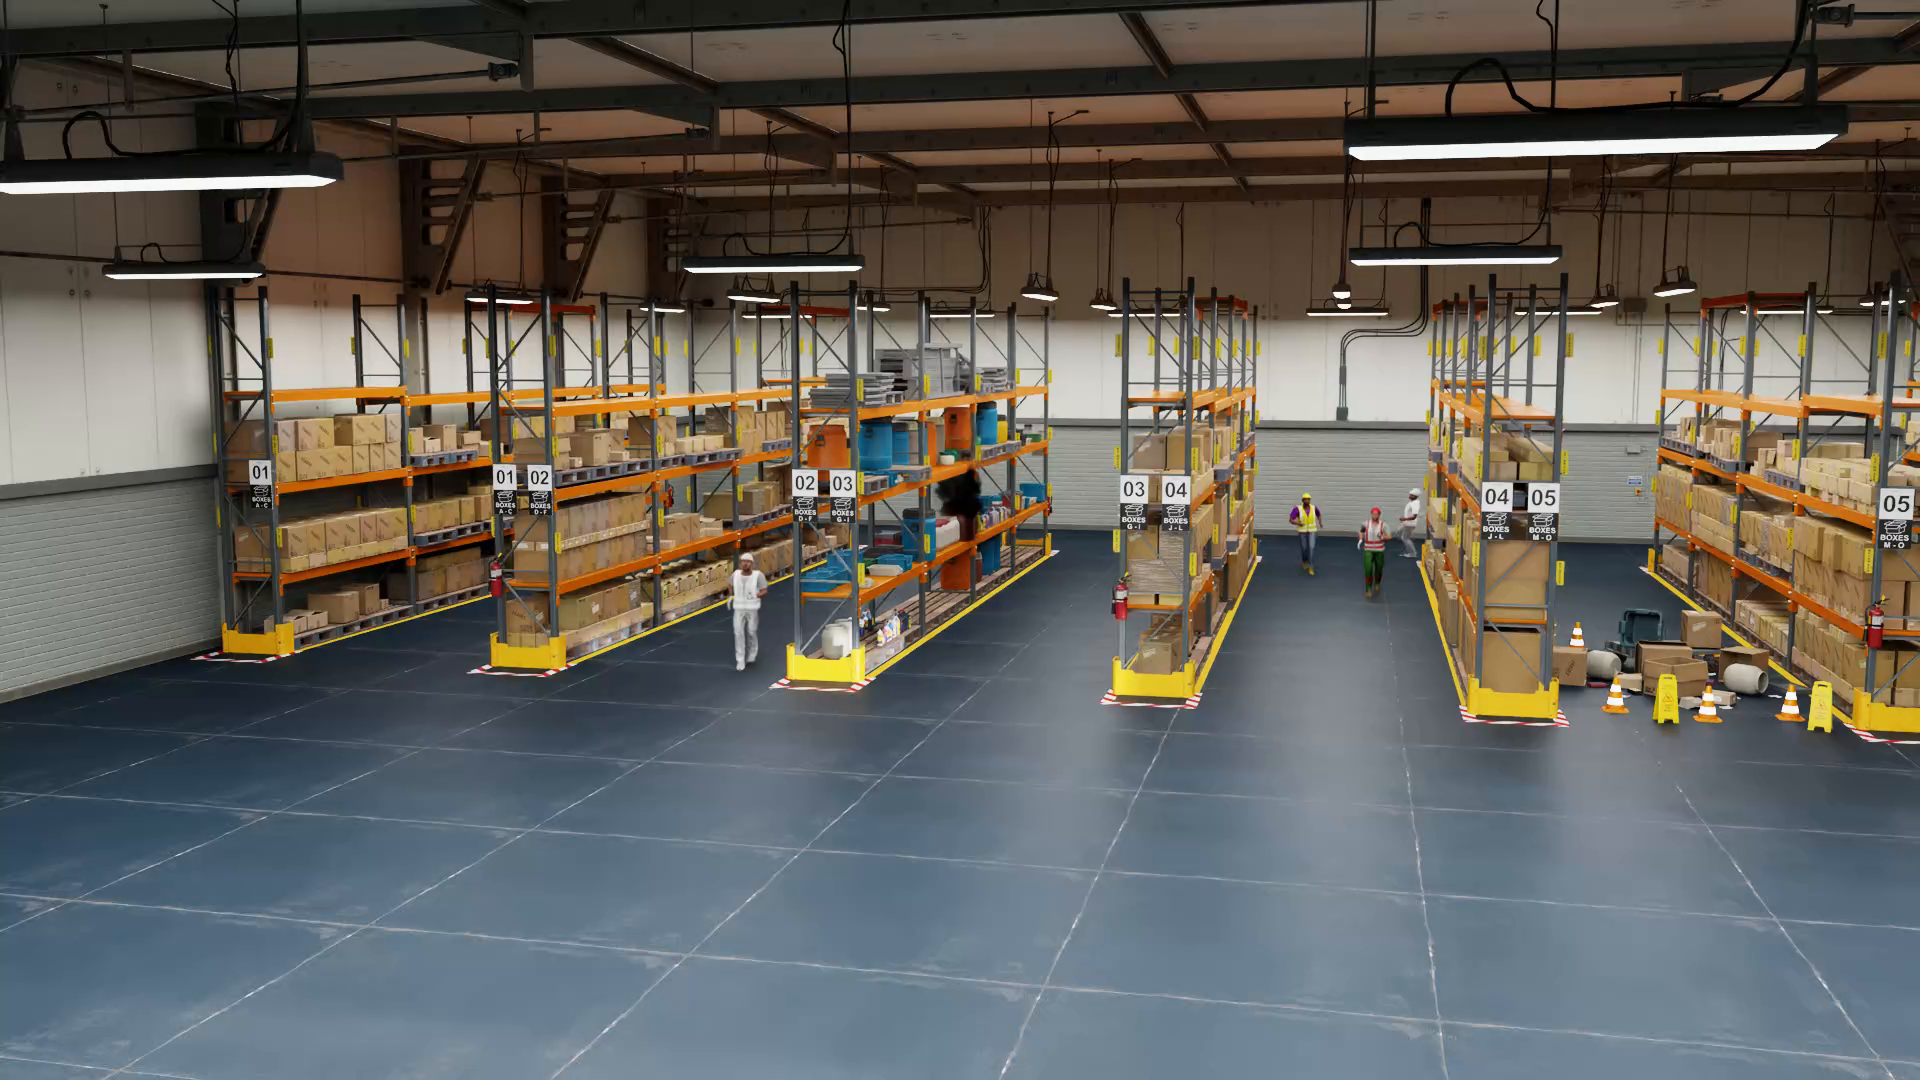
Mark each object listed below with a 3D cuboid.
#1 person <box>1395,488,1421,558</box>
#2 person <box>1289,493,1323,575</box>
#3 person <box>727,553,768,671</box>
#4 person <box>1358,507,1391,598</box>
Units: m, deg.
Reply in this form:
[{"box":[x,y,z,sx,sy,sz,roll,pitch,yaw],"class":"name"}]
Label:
[{"box":[10.697,-0.399,39.721,0.574,1.704,0.802,2,7,15],"class":"person"},{"box":[7.734,-0.142,37.208,0.740,1.817,0.848,0,7,2],"class":"person"},{"box":[-3.352,1.120,26.205,0.658,1.839,0.719,0,7,1],"class":"person"},{"box":[8.372,0.223,33.609,0.660,1.781,0.987,2,7,15],"class":"person"}]
